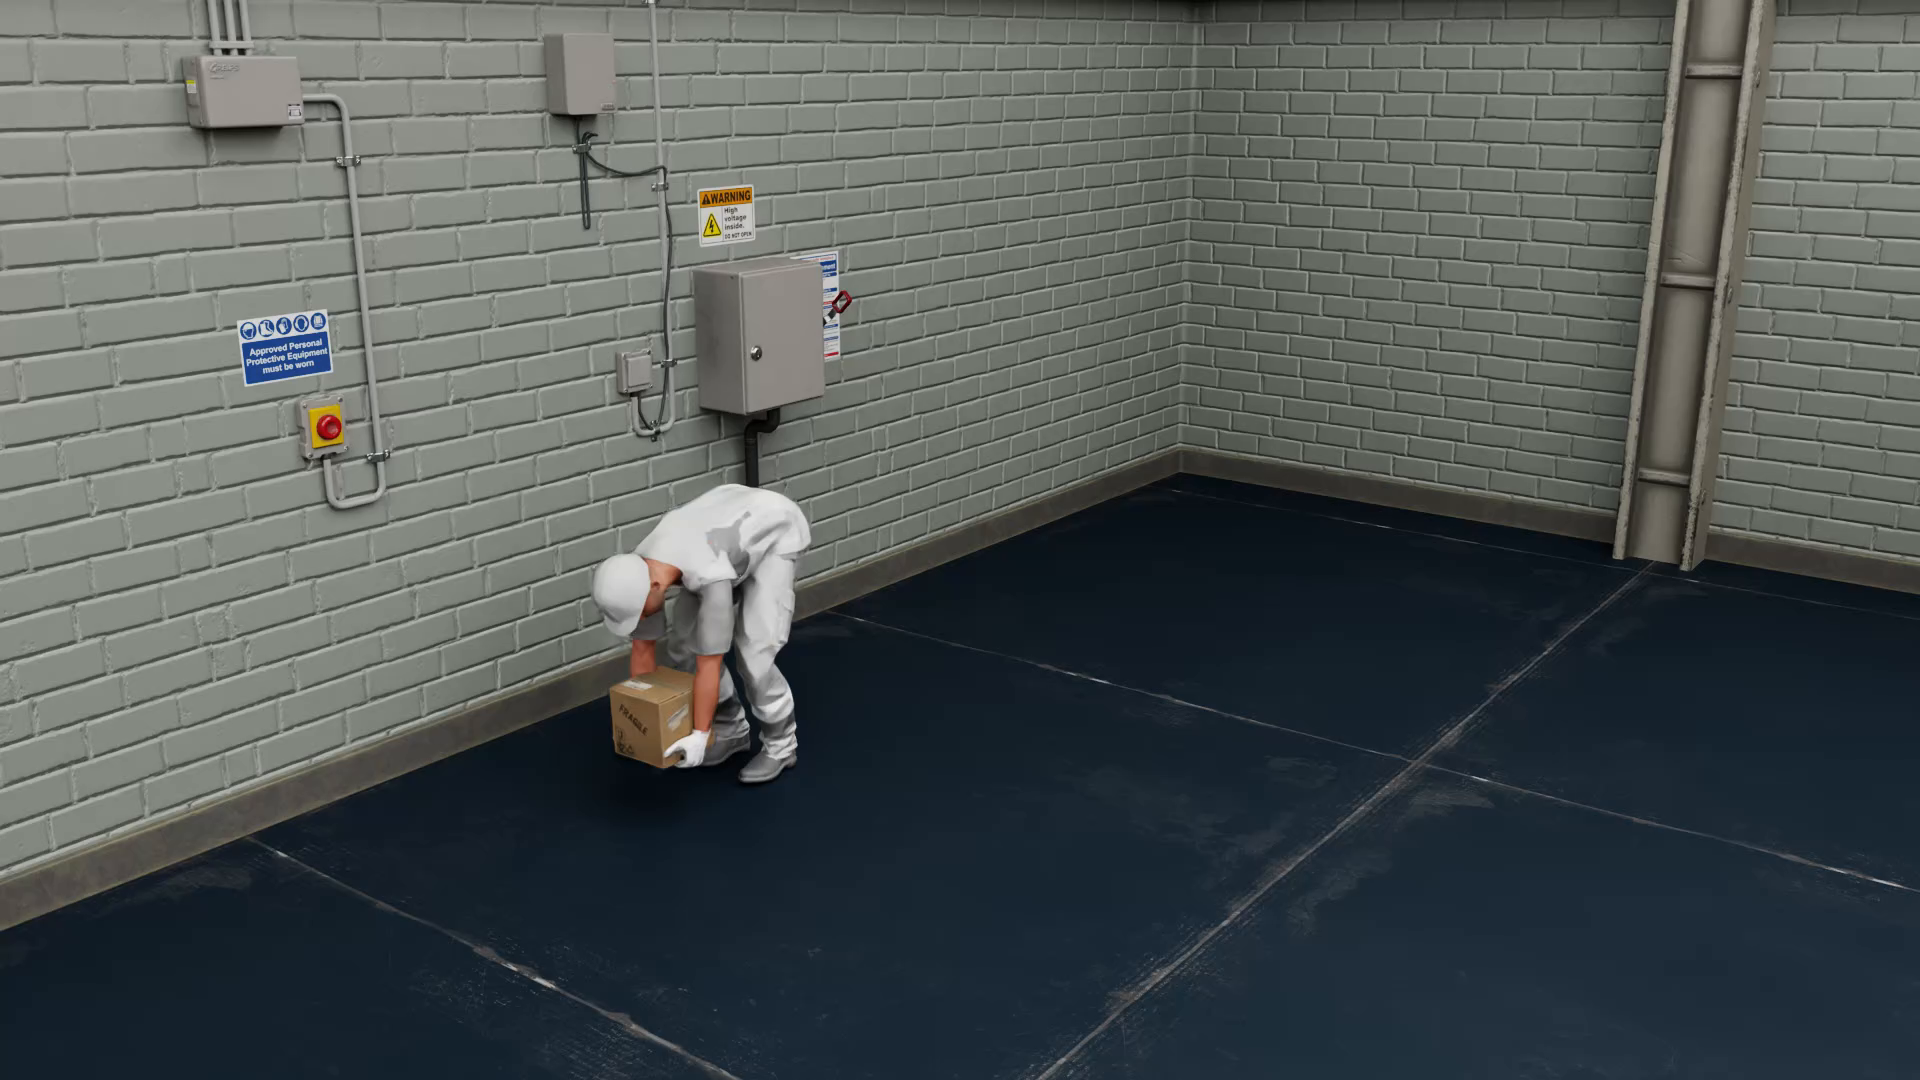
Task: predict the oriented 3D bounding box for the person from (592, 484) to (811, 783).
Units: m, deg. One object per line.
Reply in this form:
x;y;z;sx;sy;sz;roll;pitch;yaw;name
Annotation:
-0.928;0.380;5.960;0.514;1.072;0.963;11;20;33;person
